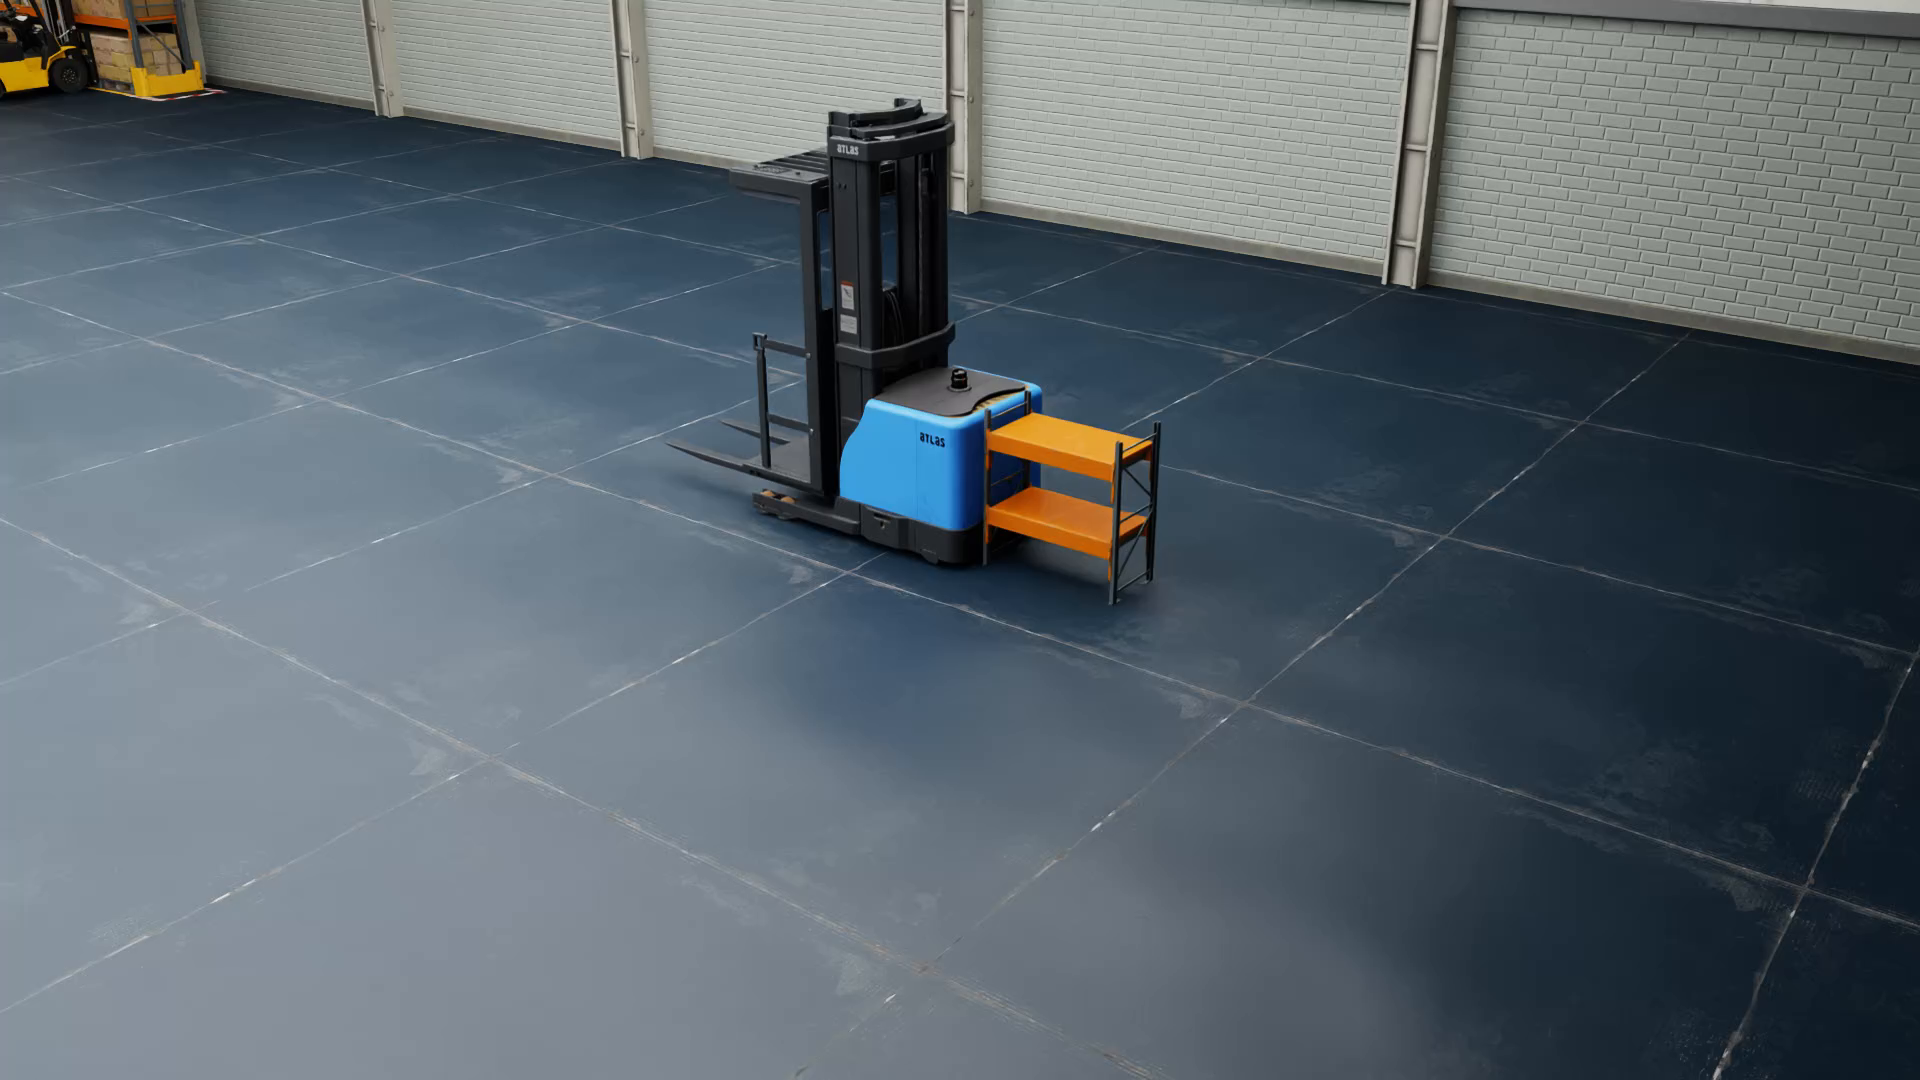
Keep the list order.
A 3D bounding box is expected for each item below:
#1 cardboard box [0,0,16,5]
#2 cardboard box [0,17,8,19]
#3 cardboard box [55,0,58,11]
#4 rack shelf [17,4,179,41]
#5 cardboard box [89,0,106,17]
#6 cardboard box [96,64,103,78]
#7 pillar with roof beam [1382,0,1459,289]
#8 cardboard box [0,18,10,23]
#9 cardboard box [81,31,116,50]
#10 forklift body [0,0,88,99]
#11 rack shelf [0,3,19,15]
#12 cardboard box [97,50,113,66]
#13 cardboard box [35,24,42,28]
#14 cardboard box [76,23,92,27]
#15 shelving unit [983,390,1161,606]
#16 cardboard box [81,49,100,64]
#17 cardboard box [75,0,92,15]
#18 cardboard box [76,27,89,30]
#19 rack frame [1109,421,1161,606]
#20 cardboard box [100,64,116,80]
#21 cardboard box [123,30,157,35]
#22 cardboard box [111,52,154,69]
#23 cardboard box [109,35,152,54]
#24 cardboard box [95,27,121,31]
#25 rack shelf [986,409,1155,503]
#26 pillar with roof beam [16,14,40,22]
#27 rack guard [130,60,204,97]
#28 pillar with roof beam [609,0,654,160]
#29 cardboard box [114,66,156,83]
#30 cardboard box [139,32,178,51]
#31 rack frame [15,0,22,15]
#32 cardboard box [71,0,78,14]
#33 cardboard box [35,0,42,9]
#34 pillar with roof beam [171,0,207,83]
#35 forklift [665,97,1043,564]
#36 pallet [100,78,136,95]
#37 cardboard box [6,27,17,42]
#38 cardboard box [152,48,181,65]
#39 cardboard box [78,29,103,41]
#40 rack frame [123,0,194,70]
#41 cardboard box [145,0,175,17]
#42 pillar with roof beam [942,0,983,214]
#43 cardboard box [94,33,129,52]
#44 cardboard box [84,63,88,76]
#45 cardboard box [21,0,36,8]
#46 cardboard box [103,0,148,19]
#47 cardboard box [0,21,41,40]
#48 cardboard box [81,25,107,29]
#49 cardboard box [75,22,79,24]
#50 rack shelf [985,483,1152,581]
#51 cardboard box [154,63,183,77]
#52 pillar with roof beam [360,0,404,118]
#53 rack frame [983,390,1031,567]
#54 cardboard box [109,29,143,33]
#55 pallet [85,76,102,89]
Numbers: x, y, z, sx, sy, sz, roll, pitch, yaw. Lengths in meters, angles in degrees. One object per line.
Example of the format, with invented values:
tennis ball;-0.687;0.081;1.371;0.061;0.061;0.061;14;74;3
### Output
cardboard box;-18.119;-10.441;31.914;0.500;0.250;0.500;18;29;34
cardboard box;-19.741;-10.235;33.683;0.625;0.625;0.875;18;29;35
cardboard box;-16.527;-10.084;30.793;0.500;0.500;0.500;16;29;33
rack shelf;-15.958;-9.660;30.846;4.000;0.370;1.077;17;29;33
cardboard box;-15.319;-9.714;29.952;0.500;0.500;0.500;18;29;35
cardboard box;-15.710;-8.698;30.660;0.500;0.250;0.500;17;29;34
pillar with roof beam;2.248;-5.517;13.111;0.400;9.000;9.100;17;29;33
cardboard box;-19.202;-10.072;33.313;0.625;0.625;0.875;15;28;31
cardboard box;-15.735;-9.148;30.441;0.500;0.250;0.500;17;29;34
forklift body;-16.969;-8.987;29.479;1.214;2.155;2.313;17;29;33
rack shelf;-19.159;-10.627;33.041;4.000;0.370;1.077;17;29;33
cardboard box;-15.330;-8.810;30.293;0.500;0.250;0.500;16;29;33
cardboard box;-17.360;-9.646;31.571;0.500;0.250;0.500;16;29;33
cardboard box;-16.634;-9.690;31.671;0.500;0.250;0.500;16;29;33
shelving unit;0.725;-0.292;11.018;1.048;1.125;0.538;17;29;34
cardboard box;-15.755;-8.928;30.561;0.500;0.250;0.500;16;28;32
cardboard box;-15.729;-9.838;30.233;0.500;0.500;0.500;16;29;32
cardboard box;-16.552;-9.402;31.019;0.500;0.250;0.500;18;29;35
rack frame;1.130;-0.168;10.737;0.032;1.125;0.500;17;29;34
cardboard box;-15.315;-8.574;30.379;0.500;0.250;0.500;17;29;33
cardboard box;-15.031;-9.194;30.545;0.500;0.250;0.500;17;29;33
cardboard box;-14.935;-8.685;30.010;0.500;0.250;0.500;16;29;33
cardboard box;-14.913;-8.908;29.896;0.500;0.250;0.500;18;29;35
cardboard box;-15.830;-9.444;31.114;0.500;0.250;0.500;16;28;32
rack shelf;0.725;-0.560;10.900;1.000;0.278;0.538;17;29;34
pillar with roof beam;-21.757;-12.772;29.576;0.400;9.000;9.100;17;29;33
rack guard;-14.339;-8.356;30.094;0.348;0.500;1.175;17;29;33
pillar with roof beam;-7.354;-8.419;19.697;0.400;9.000;9.100;17;29;33
cardboard box;-14.923;-8.451;30.099;0.500;0.250;0.500;17;29;34
cardboard box;-14.629;-9.074;30.274;0.500;0.250;0.500;16;29;33
rack frame;-17.559;-10.473;31.799;0.127;3.000;1.000;17;29;33
cardboard box;-16.138;-9.956;30.501;0.500;0.500;0.500;17;29;34
cardboard box;-16.933;-10.206;31.070;0.500;0.500;0.500;17;29;34
pillar with roof beam;-16.956;-11.321;26.283;0.400;9.000;9.100;17;29;33
forklift;-0.893;-1.637;11.831;3.031;2.935;1.130;17;29;34
pallet;-14.995;-8.401;30.554;1.213;0.211;1.003;17;29;33
cardboard box;-17.983;-9.701;32.471;0.625;0.625;0.875;18;30;36
cardboard box;-14.609;-8.849;30.382;0.500;0.250;0.500;17;29;34
cardboard box;-16.136;-9.273;30.725;0.500;0.250;0.500;16;28;32
rack frame;-14.358;-9.505;29.603;0.127;3.000;1.000;17;29;33
cardboard box;-14.588;-9.760;30.058;0.500;0.500;0.500;18;29;35
pillar with roof beam;-2.553;-6.968;16.404;0.400;9.000;9.100;17;29;33
cardboard box;-15.325;-9.029;30.172;0.500;0.250;0.500;17;29;34
cardboard box;-16.139;-8.816;30.929;0.500;0.250;0.500;18;29;35
cardboard box;-17.360;-10.327;31.344;0.500;0.500;0.500;16;28;32
cardboard box;-14.909;-9.585;29.661;0.500;0.500;0.500;16;28;32
cardboard box;-18.599;-9.891;32.902;0.625;0.625;0.875;16;29;33
cardboard box;-16.238;-9.563;31.384;0.500;0.250;0.500;17;29;34
cardboard box;-17.049;-9.807;31.938;0.500;0.250;0.500;17;29;34
rack shelf;0.725;-0.069;11.117;1.000;0.278;0.538;17;29;34
cardboard box;-14.634;-8.621;30.486;0.500;0.250;0.500;17;29;34
pillar with roof beam;-12.155;-9.870;22.990;0.400;9.000;9.100;17;29;33
rack frame;0.320;-0.416;11.300;0.032;1.125;0.500;17;29;34
cardboard box;-15.425;-9.318;30.828;0.500;0.250;0.500;17;29;33
pallet;-15.967;-8.696;31.224;1.213;0.211;1.003;17;29;33
